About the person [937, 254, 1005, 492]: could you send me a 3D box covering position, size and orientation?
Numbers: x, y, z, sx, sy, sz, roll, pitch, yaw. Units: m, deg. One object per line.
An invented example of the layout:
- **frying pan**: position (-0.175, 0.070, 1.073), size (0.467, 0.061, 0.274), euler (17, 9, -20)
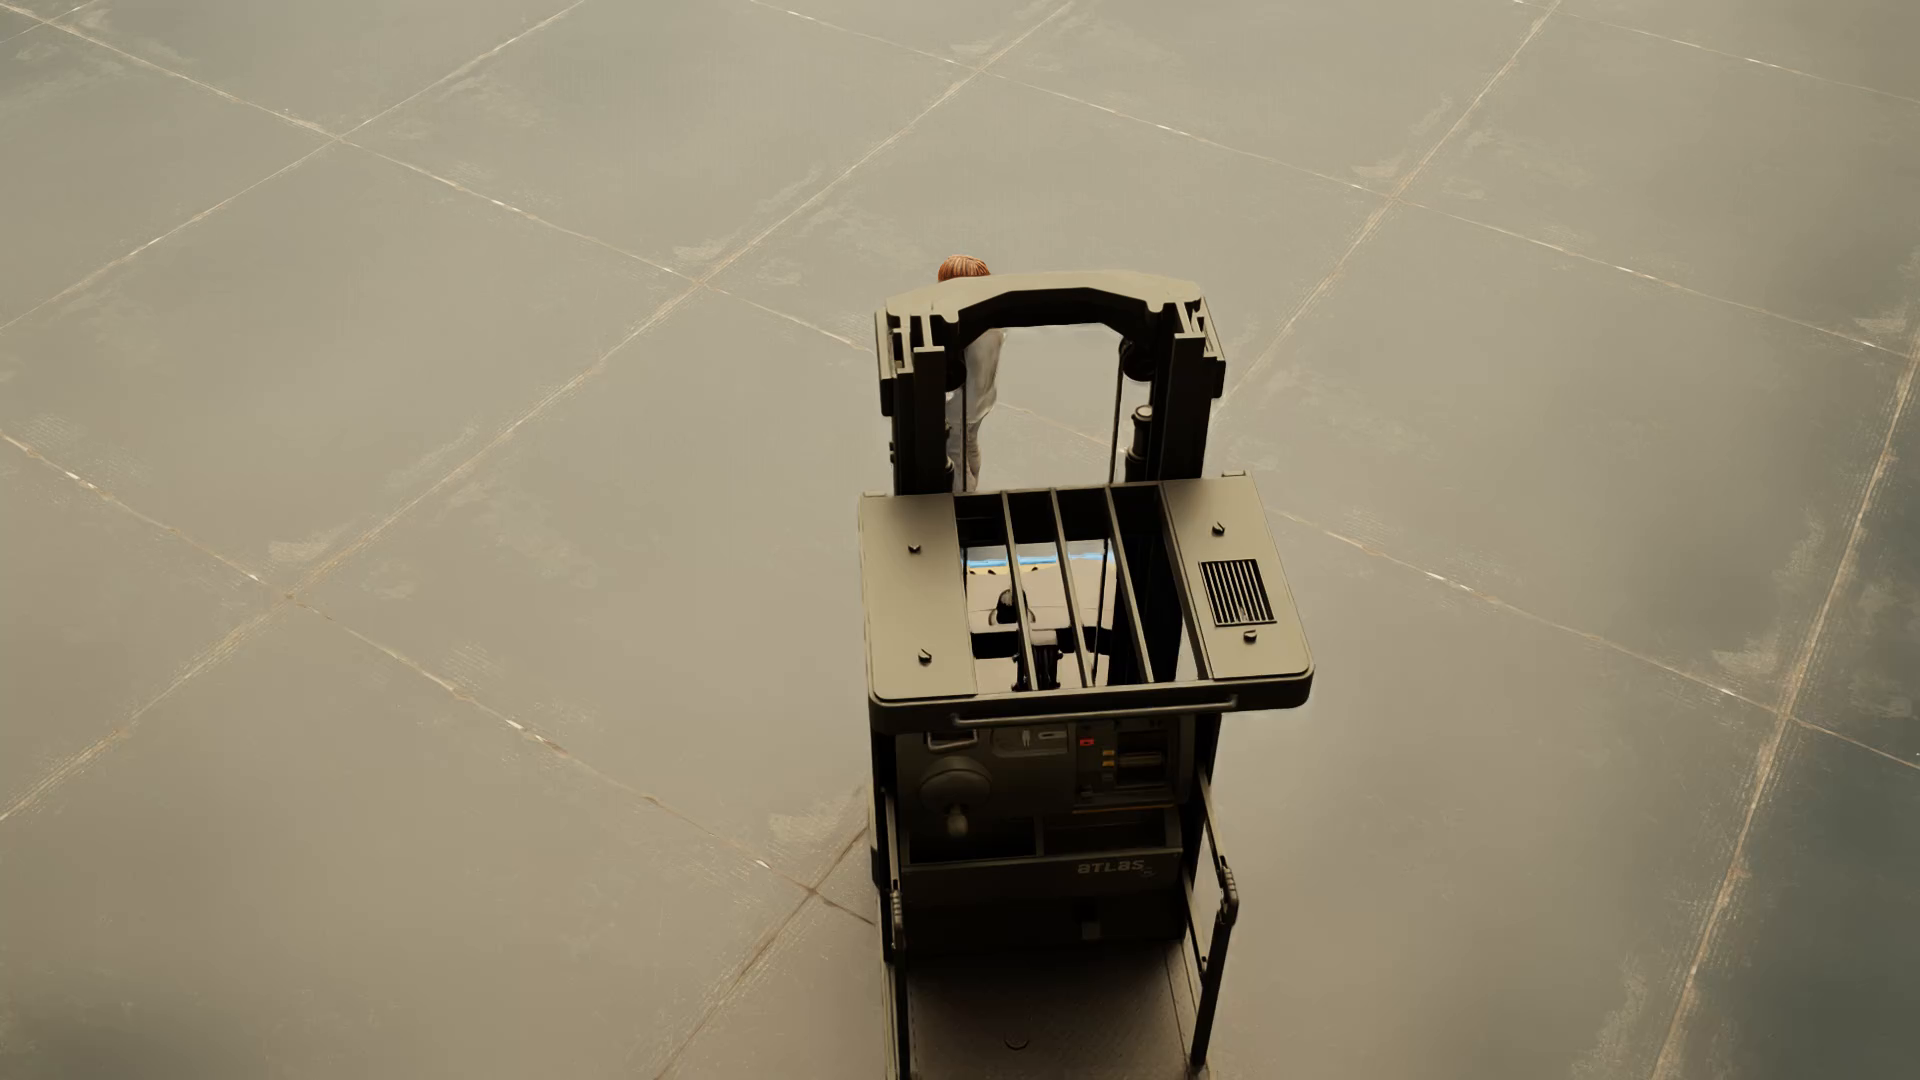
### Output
- **person**: position (-0.054, -0.650, 7.434), size (0.474, 1.598, 0.519), euler (24, 48, 23)

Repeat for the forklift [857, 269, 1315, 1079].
- **forklift**: position (0.286, 0.793, 5.012), size (1.130, 2.935, 3.031), euler (-3, 44, -4)
